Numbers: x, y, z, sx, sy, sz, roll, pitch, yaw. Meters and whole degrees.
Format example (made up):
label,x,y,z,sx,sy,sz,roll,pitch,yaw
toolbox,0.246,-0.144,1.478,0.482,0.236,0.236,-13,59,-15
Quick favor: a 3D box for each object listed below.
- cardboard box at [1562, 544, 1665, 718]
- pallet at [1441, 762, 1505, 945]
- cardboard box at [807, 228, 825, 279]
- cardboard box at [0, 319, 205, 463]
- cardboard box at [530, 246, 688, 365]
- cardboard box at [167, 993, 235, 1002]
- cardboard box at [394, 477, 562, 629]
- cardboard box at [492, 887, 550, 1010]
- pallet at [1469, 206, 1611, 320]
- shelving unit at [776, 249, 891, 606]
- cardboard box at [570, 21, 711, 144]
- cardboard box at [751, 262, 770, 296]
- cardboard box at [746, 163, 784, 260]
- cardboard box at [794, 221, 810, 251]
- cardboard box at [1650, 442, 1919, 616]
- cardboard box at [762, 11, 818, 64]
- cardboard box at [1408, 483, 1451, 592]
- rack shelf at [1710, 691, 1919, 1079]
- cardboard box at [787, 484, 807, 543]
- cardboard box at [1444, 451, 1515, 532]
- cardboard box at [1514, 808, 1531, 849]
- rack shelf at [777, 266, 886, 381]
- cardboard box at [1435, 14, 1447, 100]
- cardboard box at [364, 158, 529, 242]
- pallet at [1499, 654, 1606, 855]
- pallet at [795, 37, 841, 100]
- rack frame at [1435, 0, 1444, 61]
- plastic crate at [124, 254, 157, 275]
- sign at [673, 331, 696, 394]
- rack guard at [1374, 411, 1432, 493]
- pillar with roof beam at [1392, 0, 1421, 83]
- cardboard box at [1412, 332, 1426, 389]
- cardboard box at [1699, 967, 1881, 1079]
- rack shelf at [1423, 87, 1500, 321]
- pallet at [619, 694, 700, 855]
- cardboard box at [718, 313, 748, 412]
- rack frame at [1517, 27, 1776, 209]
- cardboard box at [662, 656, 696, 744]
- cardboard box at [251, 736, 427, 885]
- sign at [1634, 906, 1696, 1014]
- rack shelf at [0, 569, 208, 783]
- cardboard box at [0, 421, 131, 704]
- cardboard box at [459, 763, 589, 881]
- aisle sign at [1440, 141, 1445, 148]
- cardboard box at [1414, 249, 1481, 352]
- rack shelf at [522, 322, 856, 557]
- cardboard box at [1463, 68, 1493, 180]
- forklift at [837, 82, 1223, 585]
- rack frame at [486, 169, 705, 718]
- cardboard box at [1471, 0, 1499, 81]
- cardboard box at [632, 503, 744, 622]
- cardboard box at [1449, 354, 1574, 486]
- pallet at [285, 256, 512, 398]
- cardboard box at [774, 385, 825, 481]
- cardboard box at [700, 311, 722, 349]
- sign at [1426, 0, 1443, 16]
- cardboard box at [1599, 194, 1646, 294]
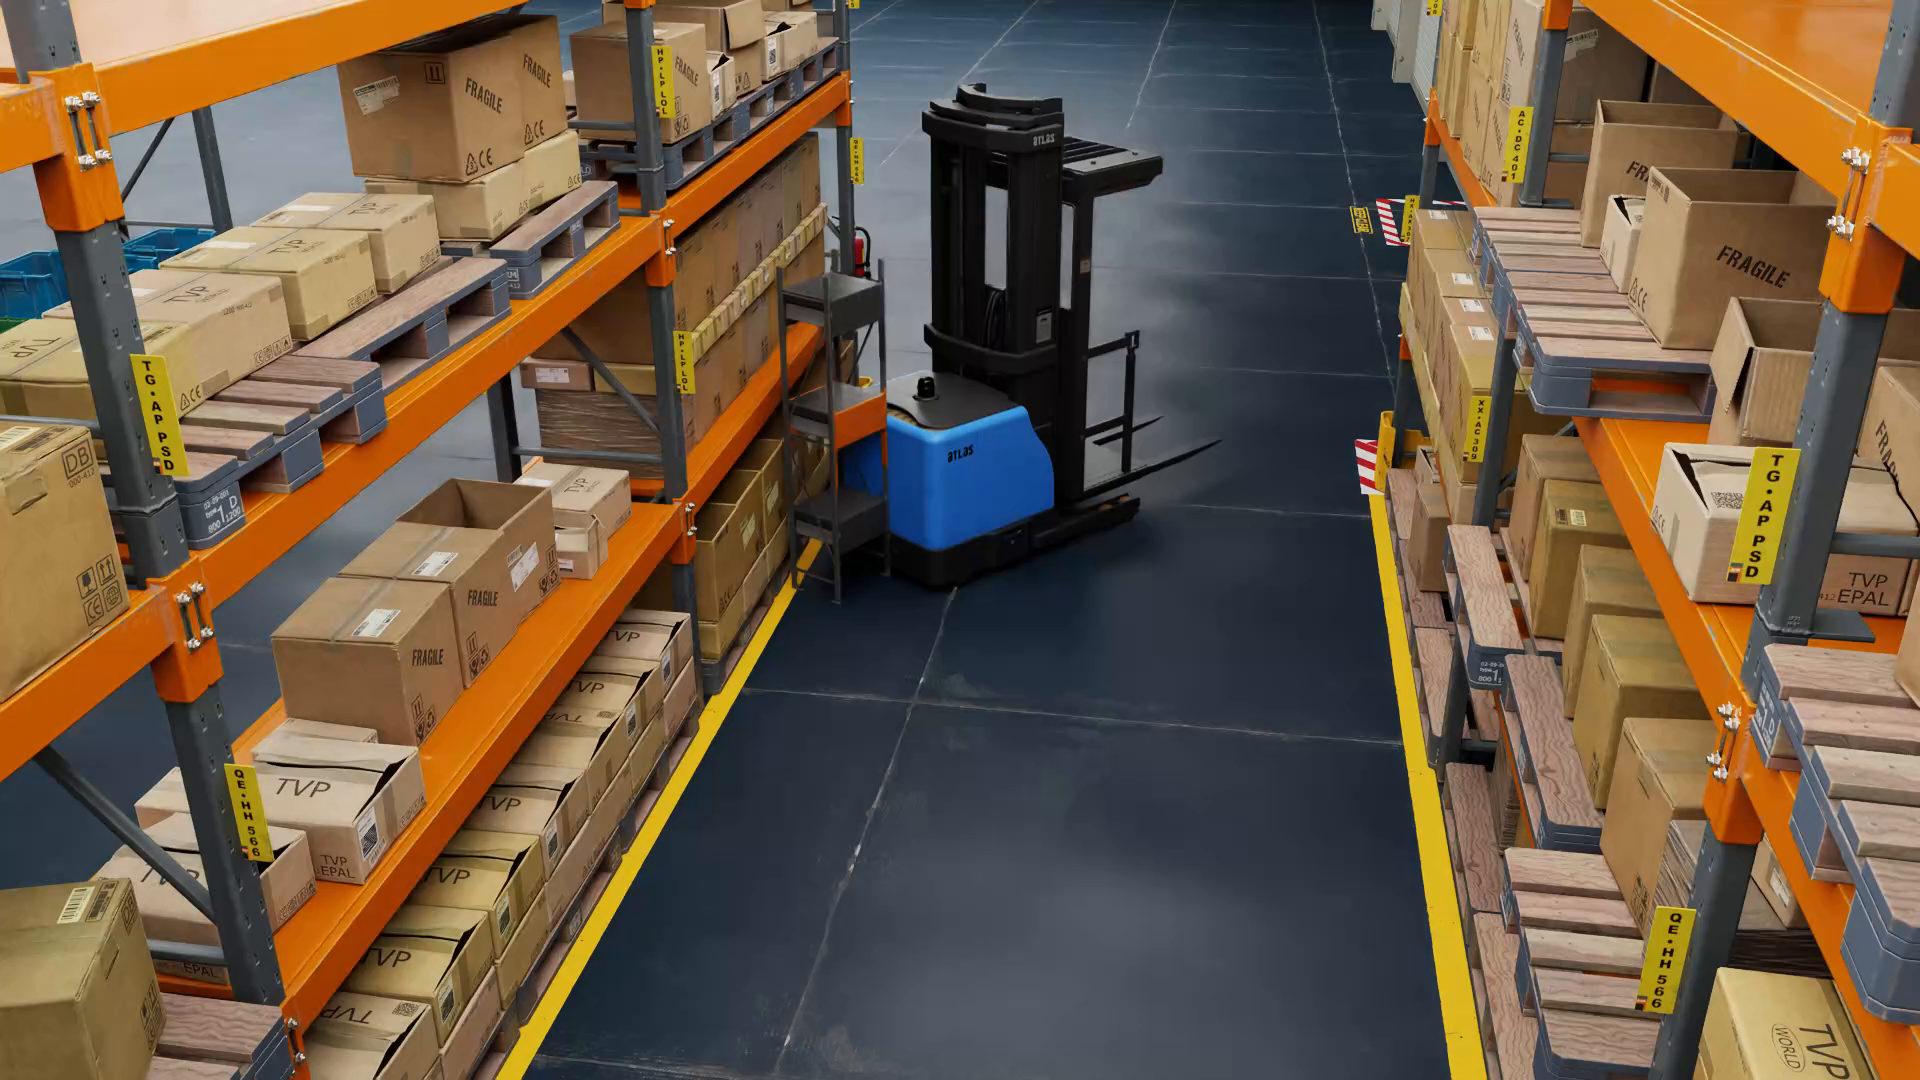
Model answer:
label,x,y,z,sx,sy,sz,roll,pitch,yaw
cardboard box,2.673,0.384,6.254,0.700,0.500,0.500,8,26,16
pallet,2.839,1.496,7.805,1.003,0.211,1.213,4,25,9
cardboard box,-1.358,-1.958,11.777,0.700,0.500,0.500,4,25,9
cardboard box,-2.558,-0.436,4.786,0.500,0.250,0.500,2,25,5
cardboard box,-1.856,-1.253,8.741,0.700,0.500,0.500,4,25,9
cardboard box,-2.734,1.804,5.945,0.500,0.311,0.500,5,25,10
cardboard box,-2.150,0.061,7.464,0.500,0.500,0.500,6,26,12
cardboard box,-2.041,1.667,6.899,0.500,0.250,0.500,3,25,7
pallet,2.759,-1.115,6.778,1.213,0.211,1.003,4,25,9
shelving unit,-0.761,-0.677,10.219,0.431,2.100,0.503,18,30,33
cardboard box,-1.580,-2.284,8.275,0.500,0.500,0.500,6,26,13
cardboard box,-1.395,-1.625,10.299,0.380,0.149,0.250,4,25,8
cardboard box,-1.529,-2.092,10.534,0.700,0.500,0.500,4,25,9
cardboard box,-1.226,-2.057,11.223,0.380,0.149,0.250,4,25,8
cardboard box,2.163,-0.067,4.398,0.500,0.311,0.500,4,25,9
cardboard box,-1.197,-3.152,10.423,0.500,0.250,0.500,4,25,9
cardboard box,3.155,-0.008,10.158,0.700,0.500,0.500,2,25,5
rack shelf,1.985,1.384,2.065,1.077,0.370,4.000,4,25,9
cardboard box,-1.298,-0.179,10.843,0.500,0.250,0.500,4,25,9
cardboard box,2.744,-0.253,8.405,0.500,0.250,0.500,4,25,9
cardboard box,2.826,1.369,7.217,0.700,0.500,0.500,4,25,7
rack shelf,-0.762,-1.299,9.928,0.431,0.518,0.480,18,30,33
cardboard box,3.318,-3.056,10.561,0.500,0.500,0.500,5,25,10
cardboard box,-2.120,-1.428,6.906,0.500,0.250,0.500,2,25,3
pallet,2.595,0.836,6.151,1.003,0.211,1.213,4,25,9
pallet,-1.410,-3.132,10.969,1.003,0.211,1.213,4,25,9
rack frame,3.619,-4.483,10.212,1.000,3.000,0.127,4,25,9
plastic crate,-6.053,-1.883,11.911,0.499,0.251,0.408,4,25,9
sign,-1.386,-0.889,8.339,0.100,0.325,0.005,4,25,9
rack guard,3.606,-0.602,11.946,1.175,0.500,0.348,4,25,9
pillar with roof beam,3.052,-11.957,26.179,9.100,9.000,0.400,4,25,9
cardboard box,3.066,-1.094,10.202,0.500,0.250,0.500,4,25,8
cardboard box,1.978,1.236,3.695,0.500,0.250,0.500,5,25,10
rack shelf,3.292,-1.962,9.213,1.077,0.370,4.000,4,25,9
pallet,-2.004,1.139,8.567,1.003,0.211,1.213,4,25,9
cardboard box,-1.691,-1.096,9.936,0.700,0.500,0.500,4,25,9
rack frame,2.965,-2.810,6.638,1.000,3.000,0.127,4,25,9
cardboard box,-1.704,0.814,8.720,0.500,0.250,0.500,4,25,8
cardboard box,-2.239,0.918,5.855,0.500,0.311,0.500,4,25,8
sign,1.775,1.058,4.179,0.100,0.325,0.005,4,25,9
rack shelf,-2.903,1.042,2.795,1.077,0.370,4.000,4,25,9
cardboard box,-2.614,0.020,4.014,0.910,0.500,0.500,4,25,9
cardboard box,-1.954,1.193,7.251,0.500,0.311,0.500,4,25,8
aisle sign,3.335,-2.994,11.041,0.394,0.787,0.004,4,25,9
cardboard box,3.063,-1.446,10.070,0.500,0.500,0.500,3,25,7
rack shelf,-1.596,-0.945,10.579,1.077,0.370,4.000,4,25,9
cardboard box,2.952,-2.179,8.687,0.500,0.500,0.500,3,25,6
forklift,0.610,-1.554,11.112,3.031,2.935,1.130,-21,32,-38
rack frame,-1.923,-0.434,8.640,1.000,3.000,0.127,4,25,9
cardboard box,2.934,-2.636,8.484,0.500,0.500,0.500,3,25,7
cardboard box,-1.538,0.109,9.343,0.500,0.500,0.500,4,25,9
cardboard box,2.737,-0.593,8.247,0.500,0.500,0.500,4,25,8
pallet,-2.374,-0.792,6.089,1.003,0.211,1.213,5,26,11
cardboard box,-1.212,-0.728,11.130,0.500,0.500,0.500,4,25,9
cardboard box,-1.565,-1.195,9.382,0.380,0.149,0.250,4,25,8
sign,3.084,-3.558,10.743,0.100,0.325,0.005,4,25,9
cardboard box,2.696,-1.120,6.177,0.500,0.311,0.500,5,26,10
